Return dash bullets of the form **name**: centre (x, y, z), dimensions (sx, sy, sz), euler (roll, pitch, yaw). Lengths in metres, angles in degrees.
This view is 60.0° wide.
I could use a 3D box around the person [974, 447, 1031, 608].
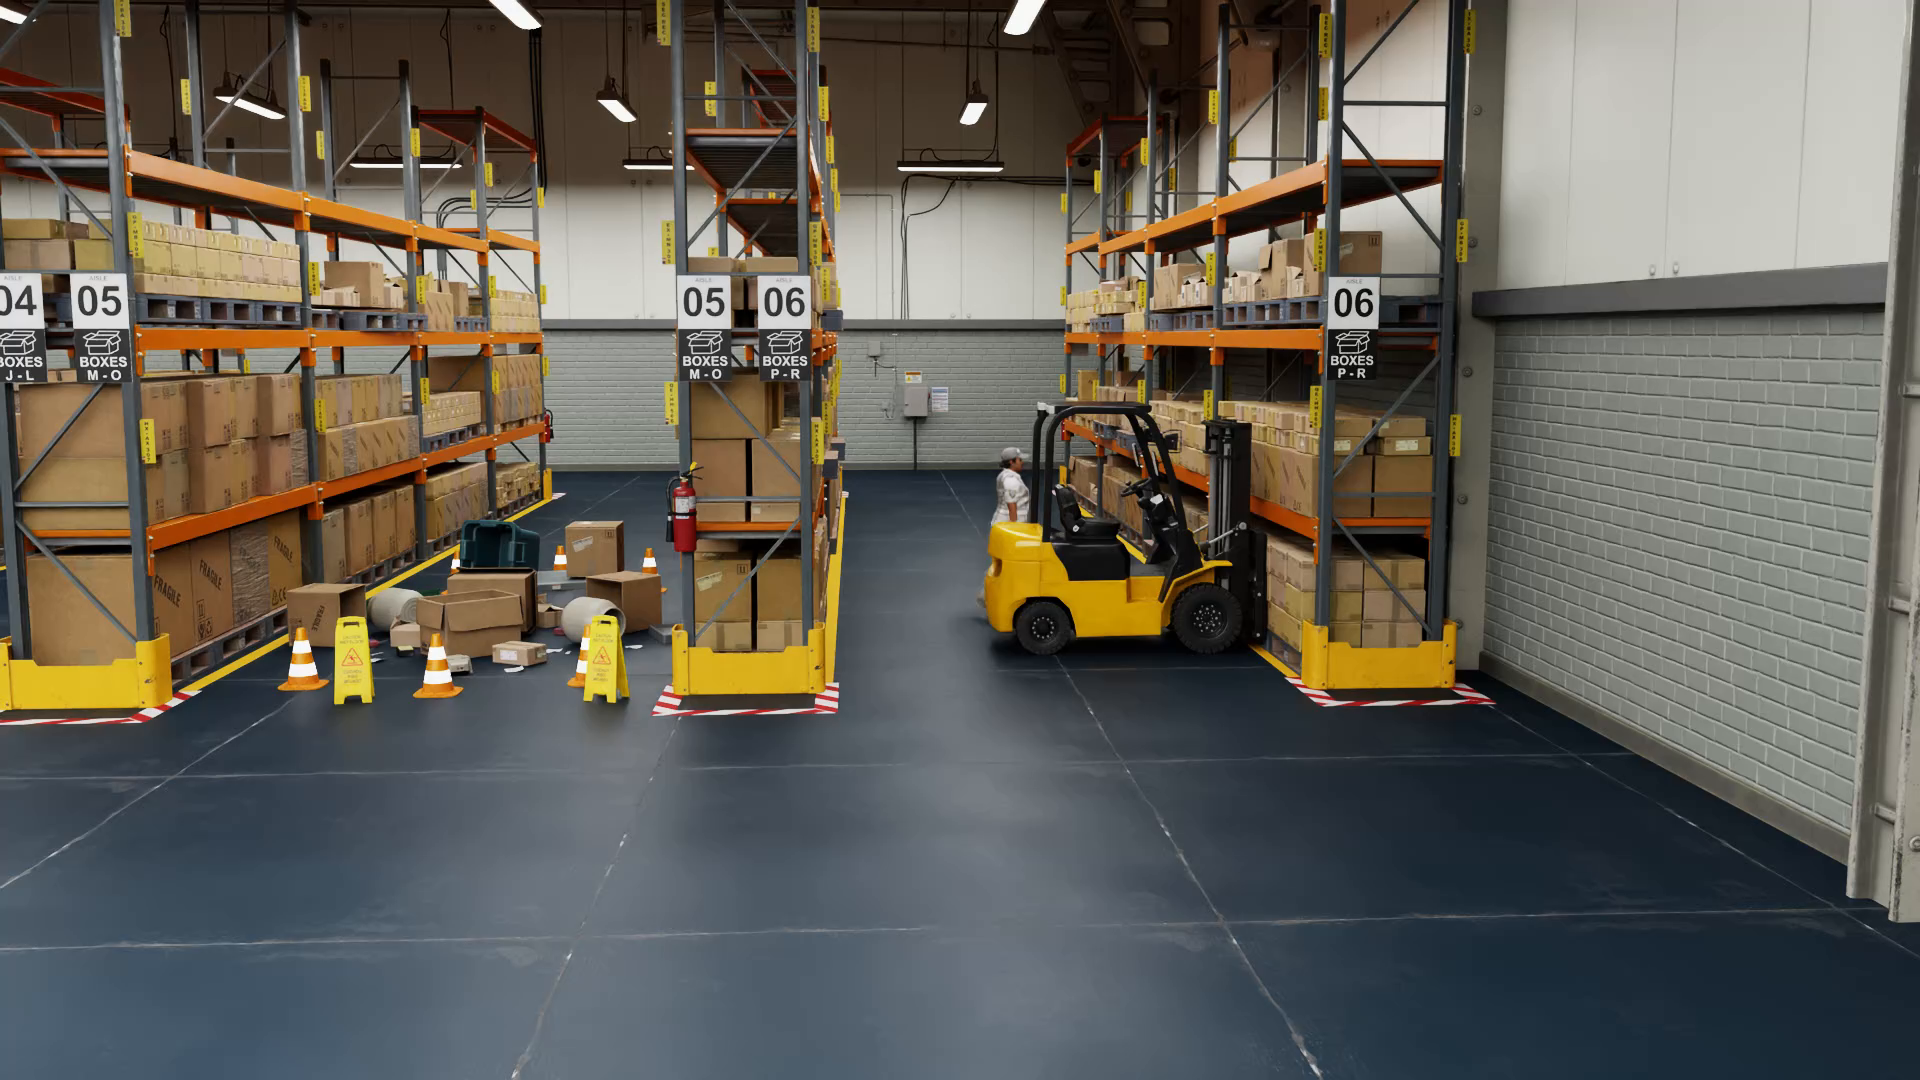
- **person**: centre (0.472, -0.097, 16.479), dimensions (0.700, 1.655, 0.484), euler (-1, 7, -7)
